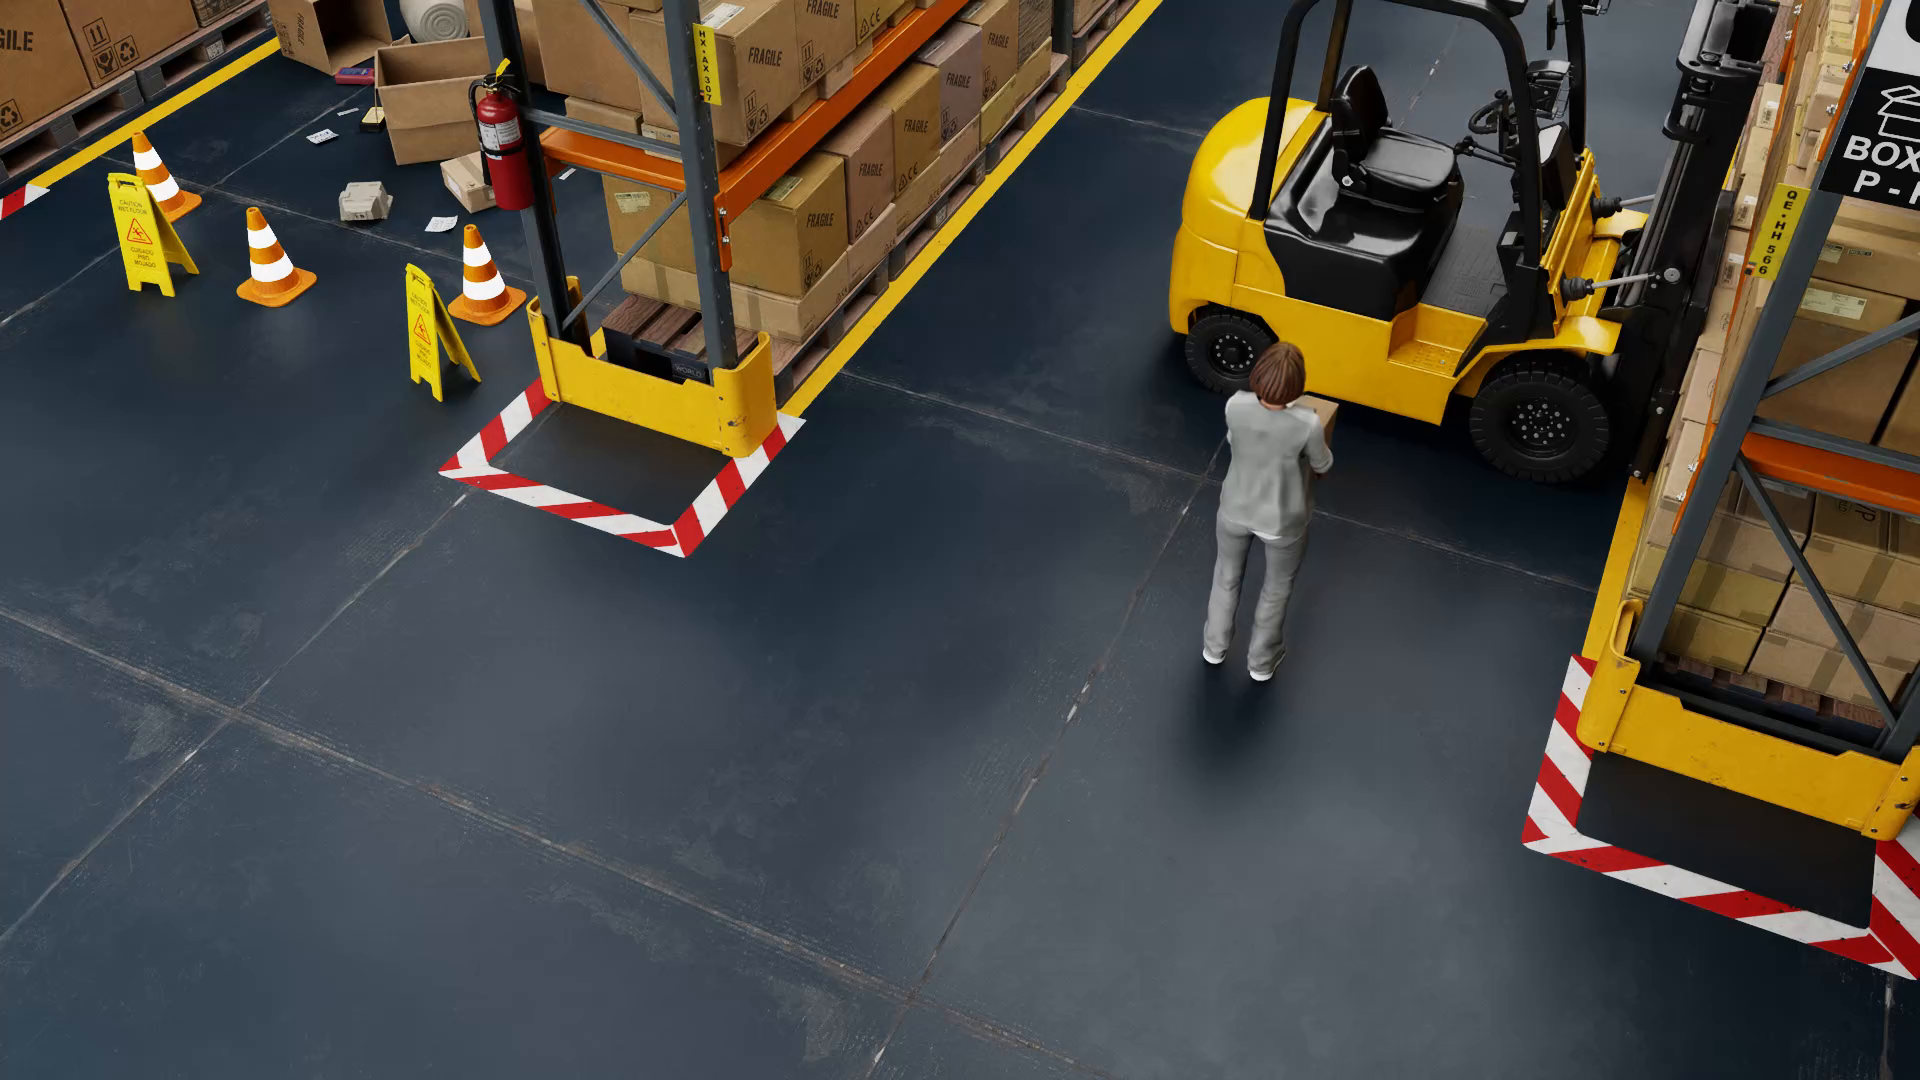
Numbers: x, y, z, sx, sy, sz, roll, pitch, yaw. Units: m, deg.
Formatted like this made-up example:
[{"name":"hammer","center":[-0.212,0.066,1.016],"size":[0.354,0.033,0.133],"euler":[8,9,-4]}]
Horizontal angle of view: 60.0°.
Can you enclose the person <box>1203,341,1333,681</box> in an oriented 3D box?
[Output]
[{"name":"person","center":[1.188,-0.157,6.343],"size":[0.404,1.592,0.494],"euler":[18,46,19]}]
